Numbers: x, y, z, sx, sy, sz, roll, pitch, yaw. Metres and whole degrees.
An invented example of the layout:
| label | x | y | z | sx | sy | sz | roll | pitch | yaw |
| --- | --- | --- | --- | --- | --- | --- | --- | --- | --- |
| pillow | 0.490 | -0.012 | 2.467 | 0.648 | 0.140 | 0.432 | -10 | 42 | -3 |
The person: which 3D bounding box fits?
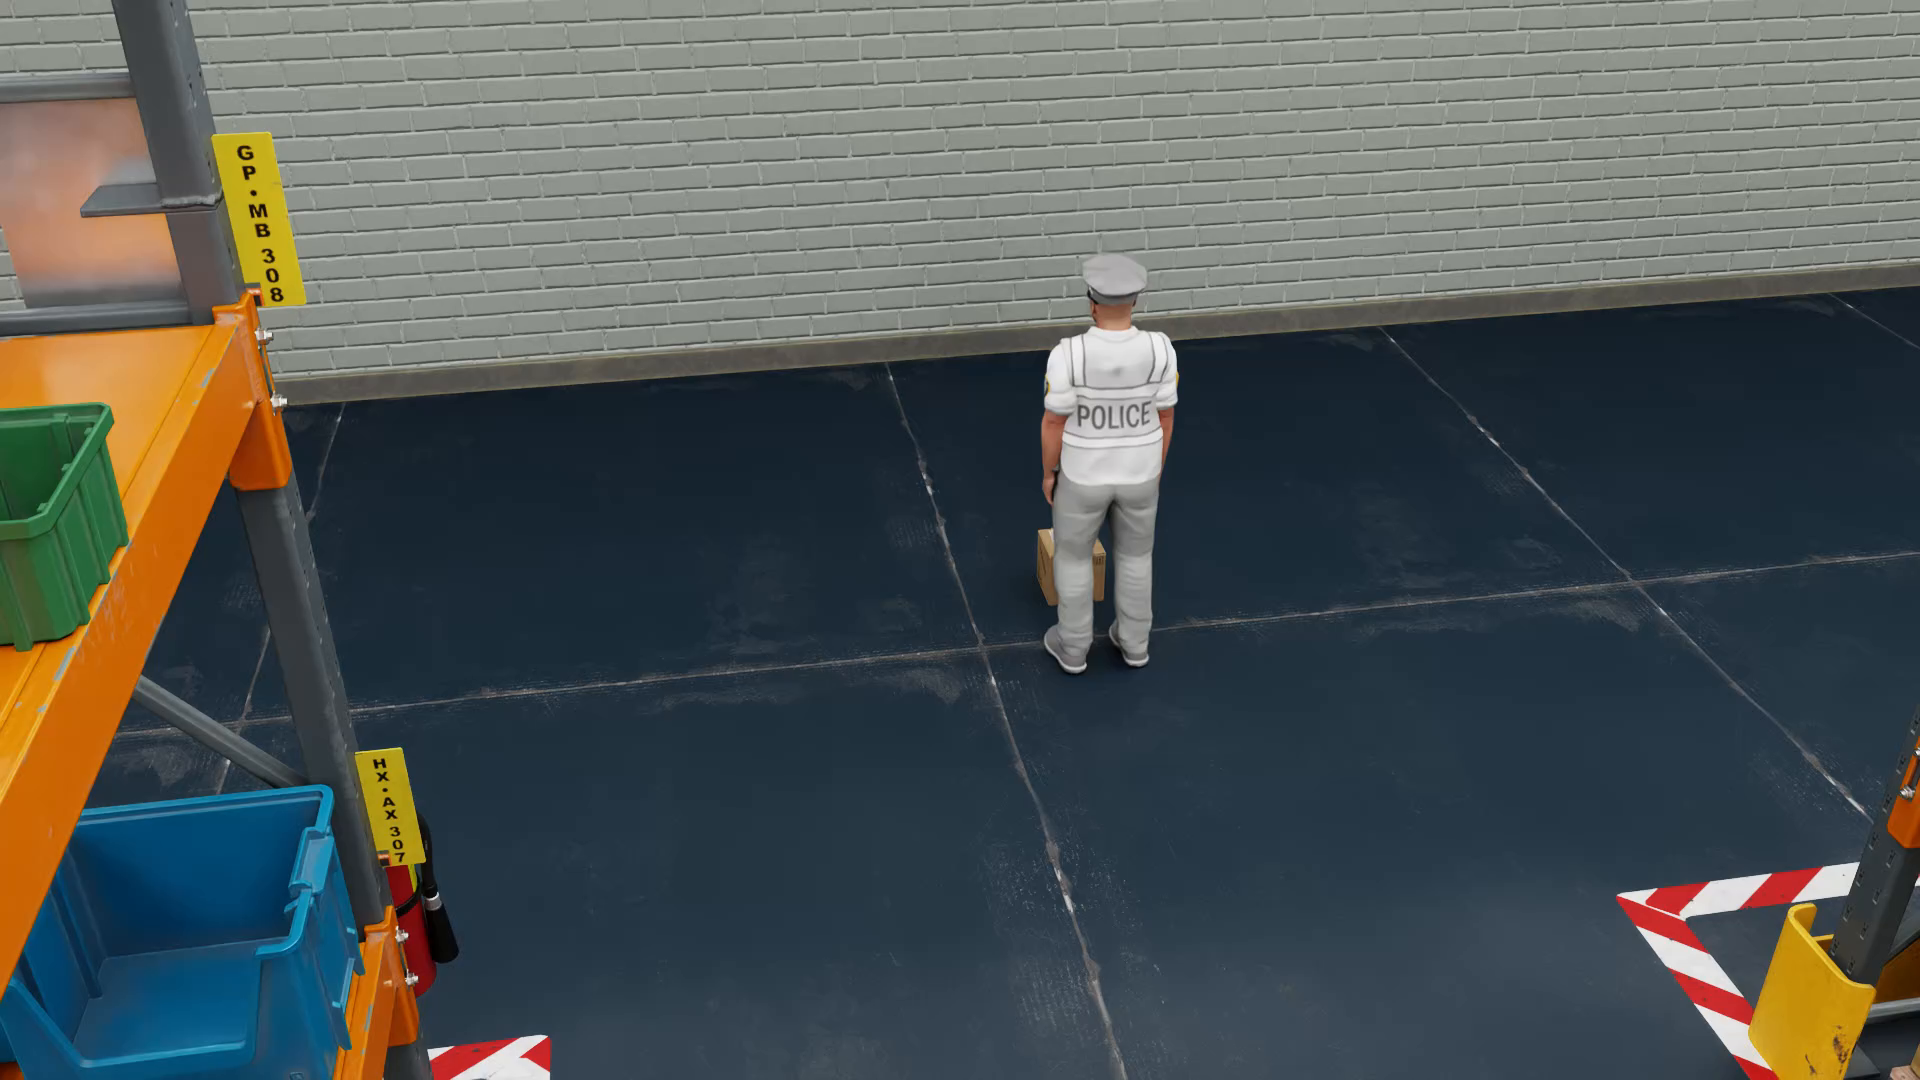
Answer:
| label | x | y | z | sx | sy | sz | roll | pitch | yaw |
| --- | --- | --- | --- | --- | --- | --- | --- | --- | --- |
| person | 0.568 | -0.284 | 6.601 | 0.527 | 1.761 | 0.395 | -5 | 31 | -8 |
